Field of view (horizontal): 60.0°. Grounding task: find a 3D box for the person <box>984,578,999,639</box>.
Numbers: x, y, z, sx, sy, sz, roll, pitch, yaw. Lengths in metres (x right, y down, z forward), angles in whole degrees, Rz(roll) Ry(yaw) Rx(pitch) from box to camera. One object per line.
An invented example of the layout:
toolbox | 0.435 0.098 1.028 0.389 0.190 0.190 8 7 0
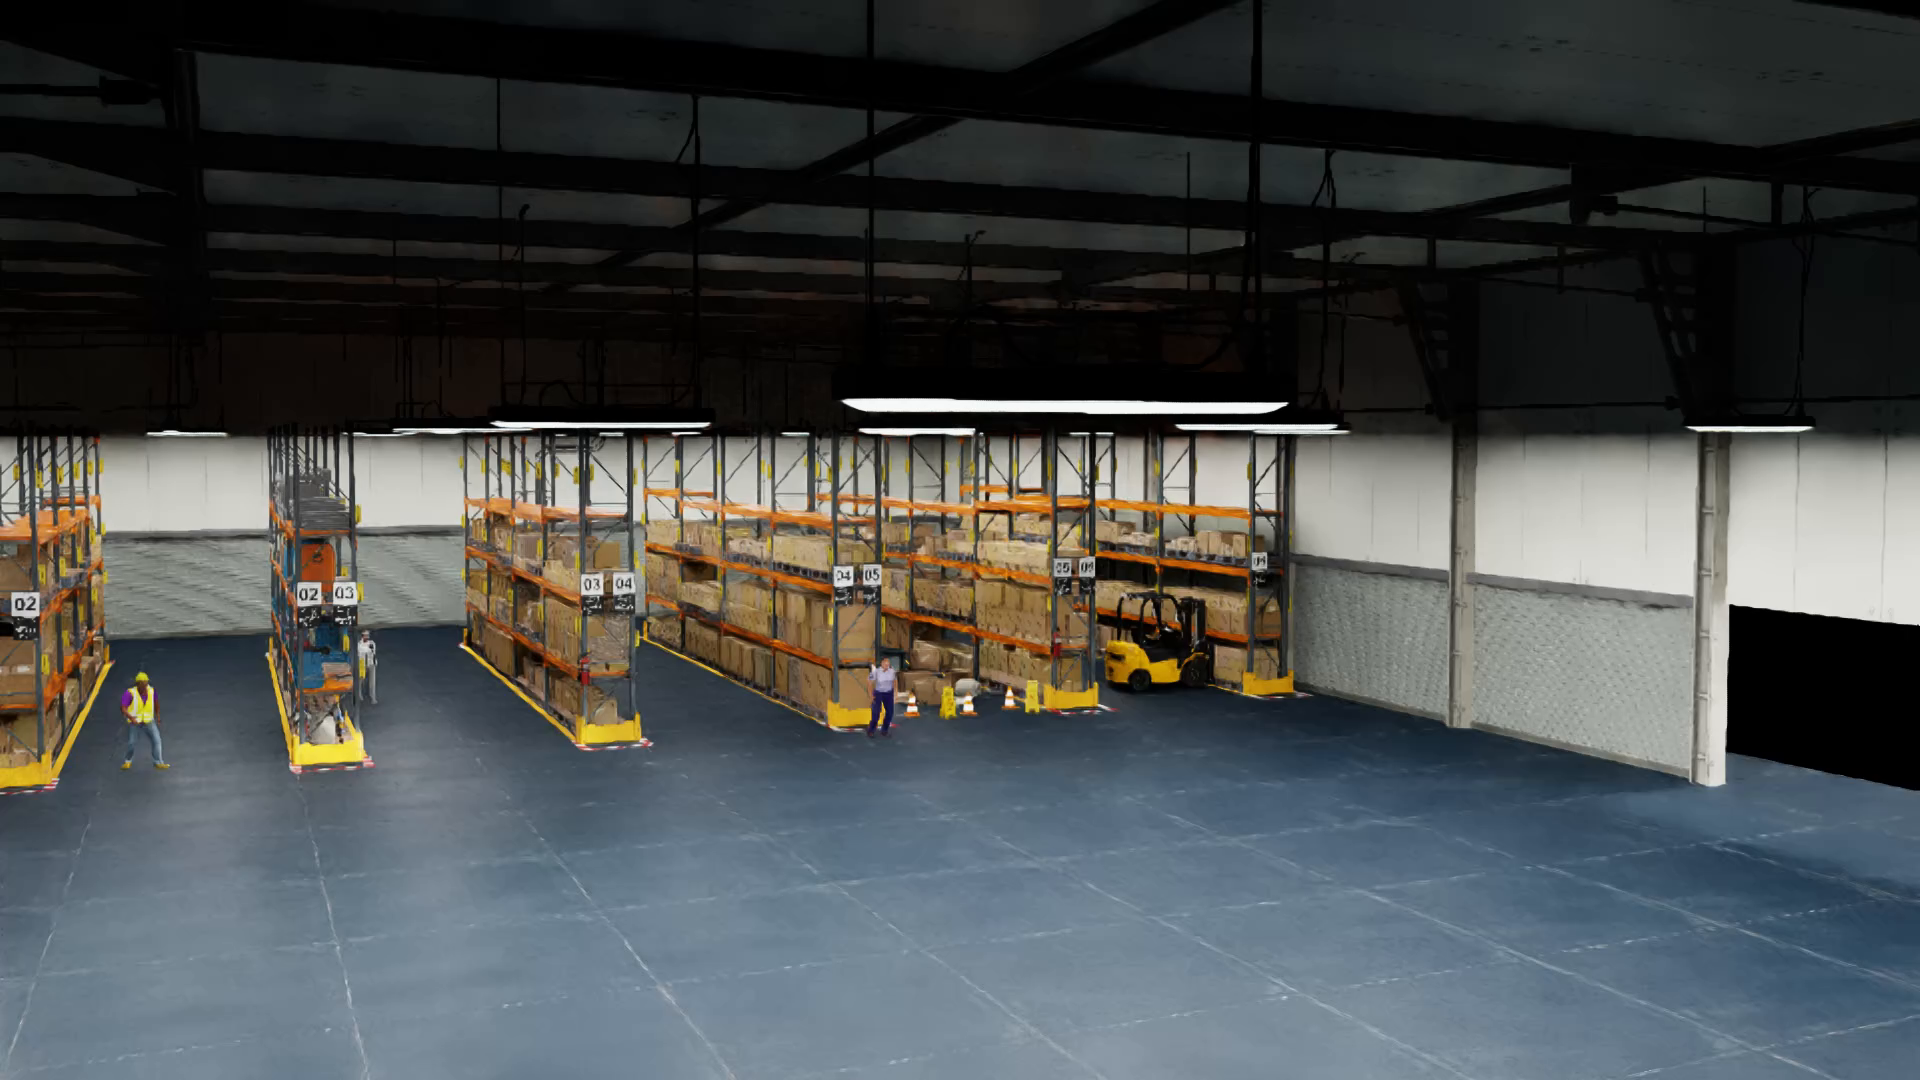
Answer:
person | 1.016 1.957 46.857 0.649 1.772 0.698 0 4 -6

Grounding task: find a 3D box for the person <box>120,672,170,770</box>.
person | -14.127 3.115 28.680 0.700 1.705 0.835 -3 5 -41

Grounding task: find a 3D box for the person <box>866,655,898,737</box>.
person | -1.492 3.037 31.847 0.626 1.495 0.513 -2 4 -26

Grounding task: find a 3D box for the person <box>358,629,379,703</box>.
person | -12.851 2.708 35.932 0.499 1.587 1.073 -2 4 -25
